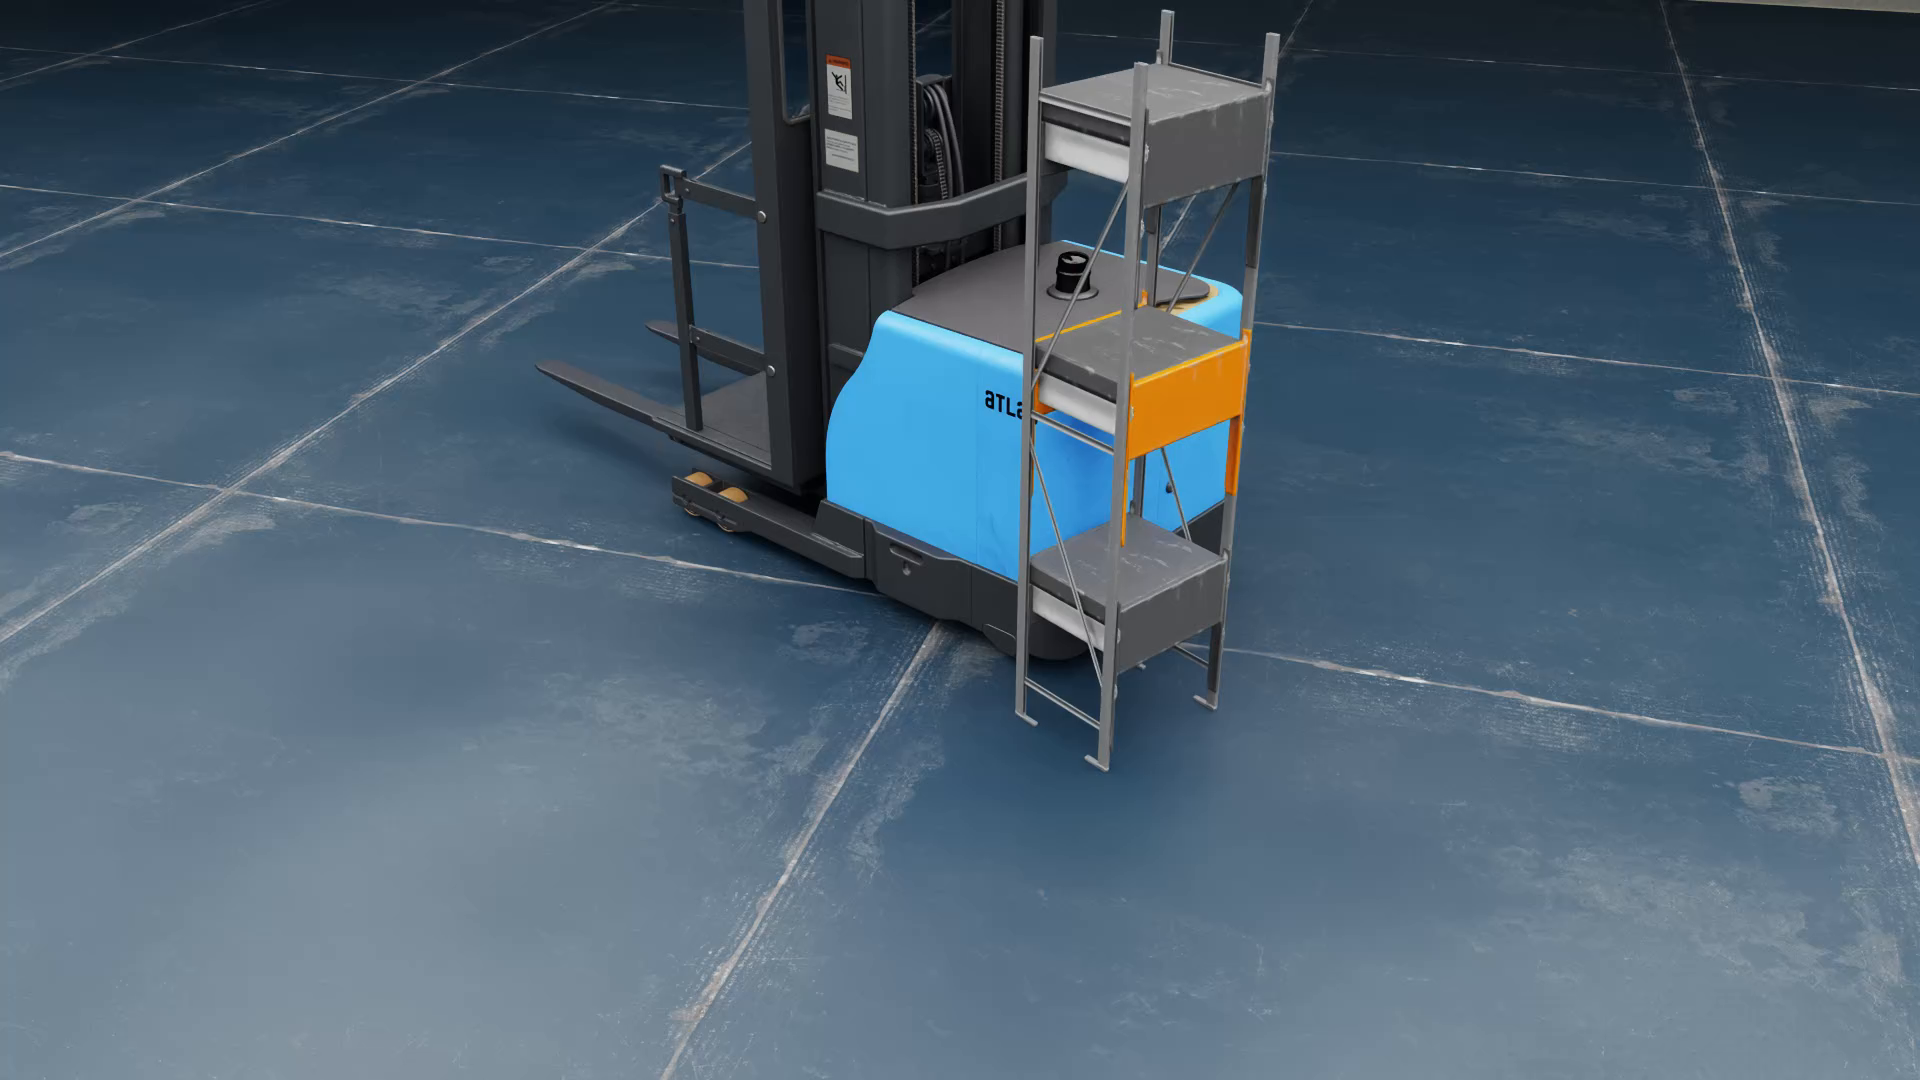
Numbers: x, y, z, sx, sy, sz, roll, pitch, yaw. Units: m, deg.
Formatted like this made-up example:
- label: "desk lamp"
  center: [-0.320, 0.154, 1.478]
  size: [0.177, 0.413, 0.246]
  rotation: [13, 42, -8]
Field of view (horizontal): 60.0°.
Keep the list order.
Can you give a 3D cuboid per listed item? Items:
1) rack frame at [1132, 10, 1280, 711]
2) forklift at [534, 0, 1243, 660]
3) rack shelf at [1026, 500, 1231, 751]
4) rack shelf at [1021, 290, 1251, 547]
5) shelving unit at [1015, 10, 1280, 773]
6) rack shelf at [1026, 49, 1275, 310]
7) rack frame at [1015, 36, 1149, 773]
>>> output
- label: "rack frame"
  center: [0.681, -0.449, 4.895]
  size: [0.015, 2.100, 0.400]
  rotation: [-23, 37, -35]
- label: "forklift"
  center: [-0.473, -1.482, 5.898]
  size: [3.031, 2.935, 1.130]
  rotation: [23, 36, 35]
- label: "rack shelf"
  center: [0.496, 0.252, 5.104]
  size: [0.480, 0.518, 0.431]
  rotation: [-23, 37, -35]
- label: "rack shelf"
  center: [0.497, -0.359, 4.762]
  size: [0.480, 0.518, 0.431]
  rotation: [-23, 37, -35]
- label: "shelving unit"
  center: [0.497, -0.371, 4.755]
  size: [0.503, 2.100, 0.431]
  rotation: [-23, 37, -35]
- label: "rack shelf"
  center: [0.498, -0.970, 4.420]
  size: [0.480, 0.518, 0.431]
  rotation: [-23, 37, -35]
- label: "rack frame"
  center: [0.313, -0.293, 4.615]
  size: [0.015, 2.100, 0.400]
  rotation: [-23, 37, -35]
